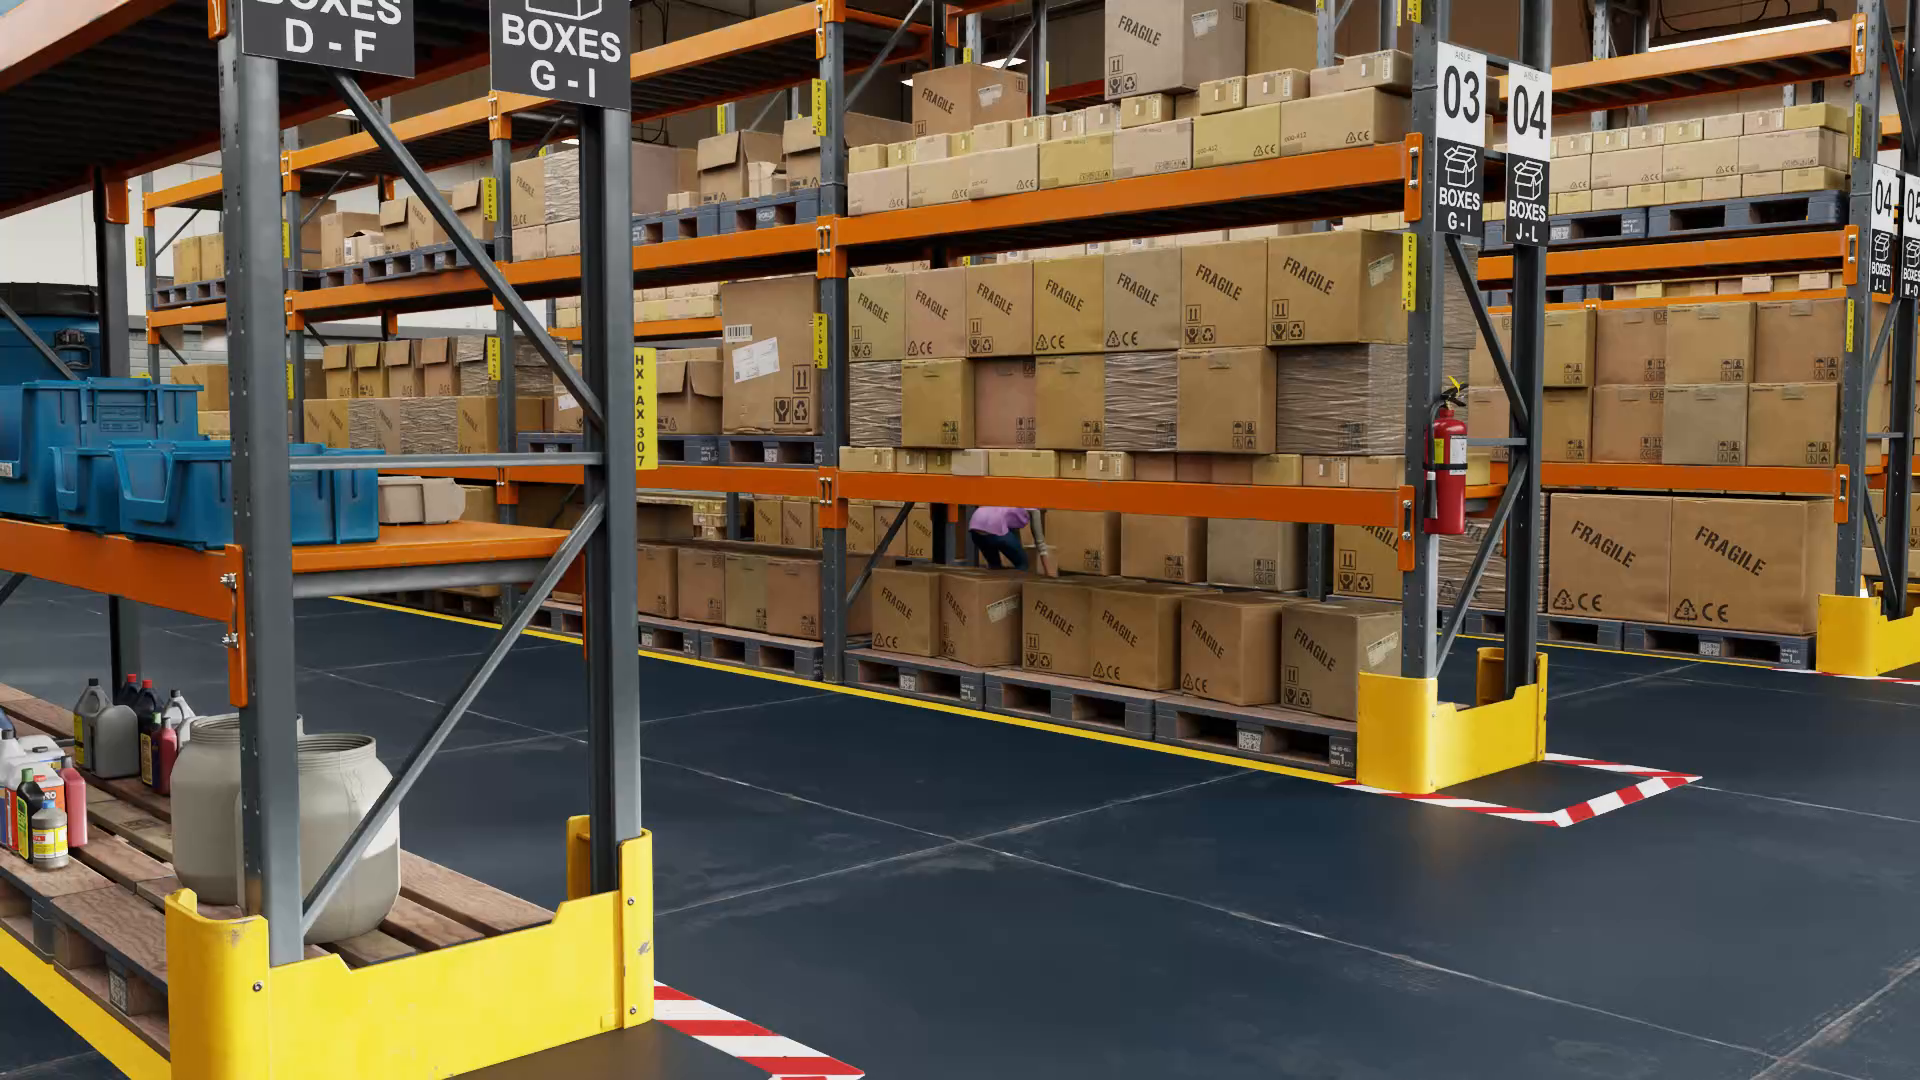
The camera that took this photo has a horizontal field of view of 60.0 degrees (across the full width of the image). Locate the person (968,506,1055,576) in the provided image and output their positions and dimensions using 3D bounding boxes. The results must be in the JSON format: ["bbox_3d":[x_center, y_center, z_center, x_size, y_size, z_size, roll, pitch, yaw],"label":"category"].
[{"bbox_3d":[0.422,0.136,13.637,0.412,0.987,0.857,4,6,43],"label":"person"}]
